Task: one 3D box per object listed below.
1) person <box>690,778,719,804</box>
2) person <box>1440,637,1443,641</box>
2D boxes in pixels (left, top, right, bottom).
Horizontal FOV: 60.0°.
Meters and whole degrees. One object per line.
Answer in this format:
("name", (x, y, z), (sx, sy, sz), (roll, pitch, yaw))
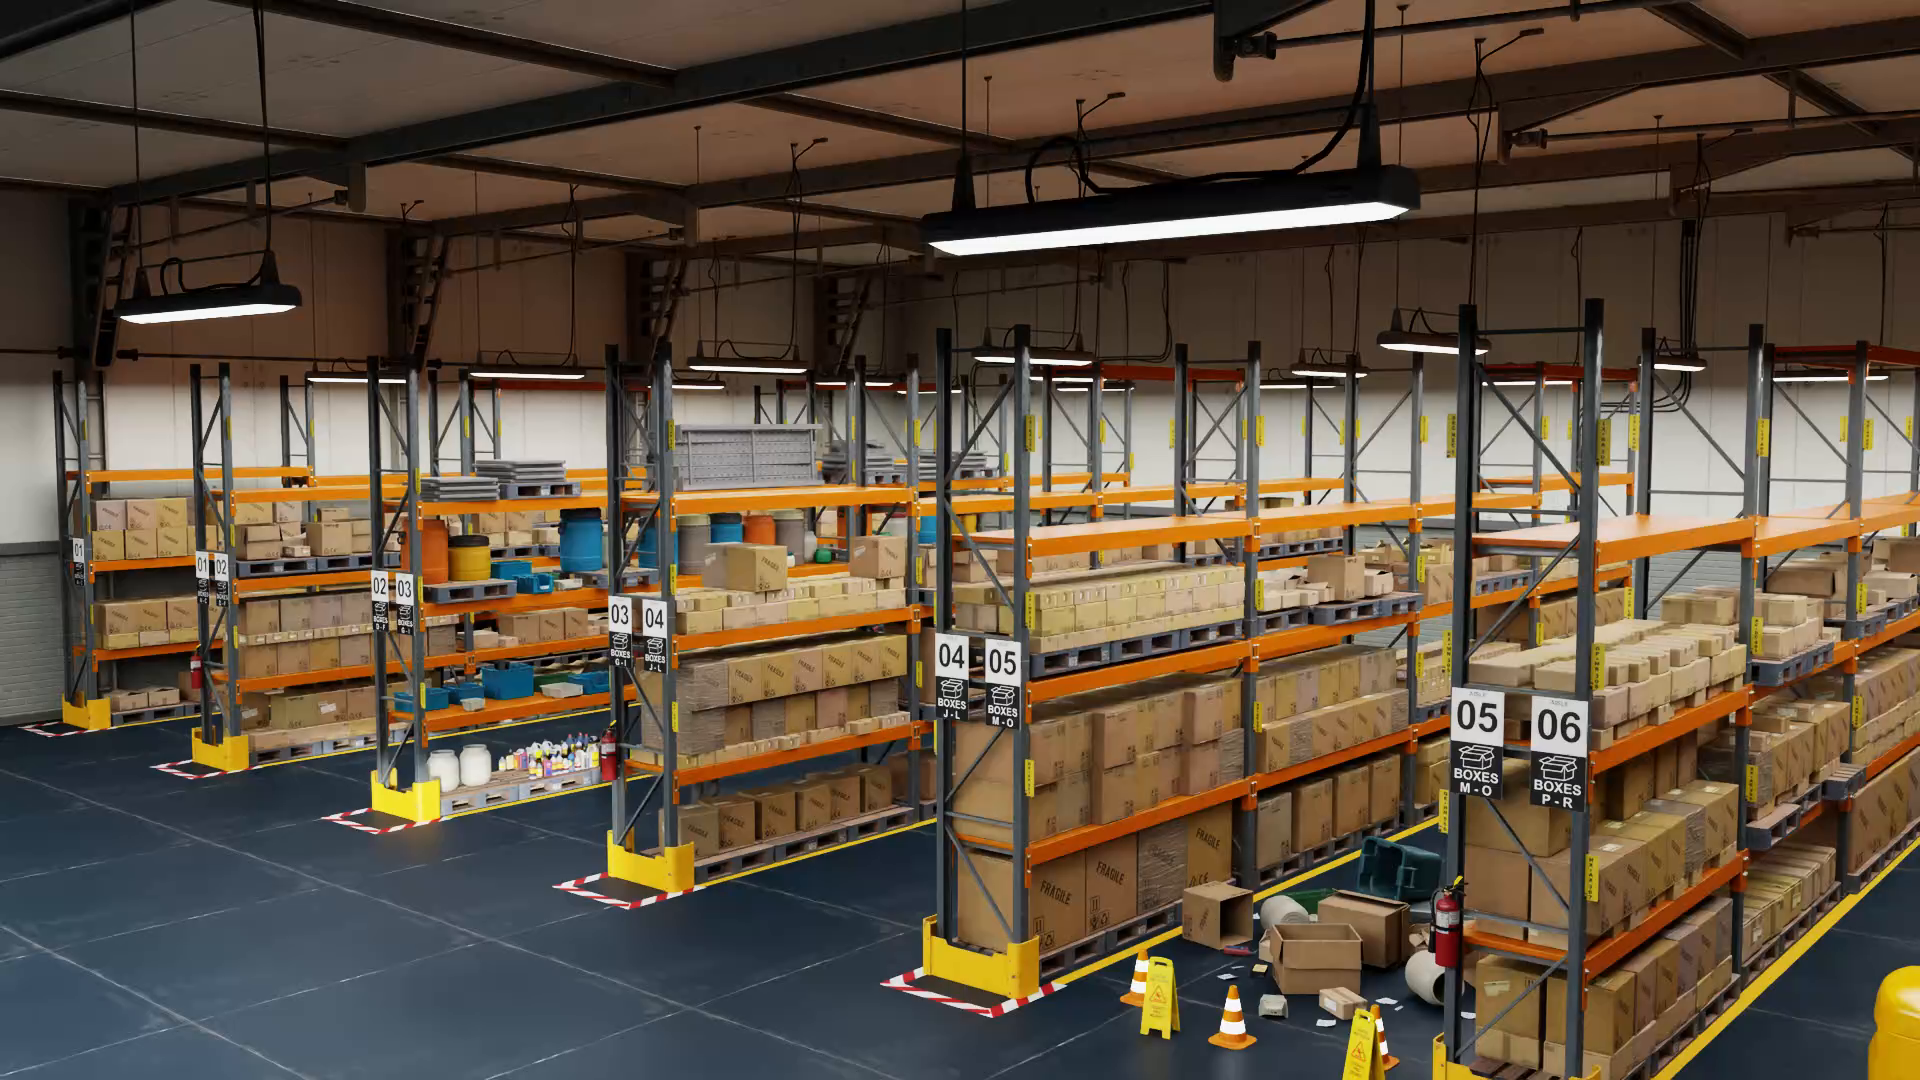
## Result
("person", (-3.272, 2.871, 21.225), (0.551, 1.699, 0.590), (0, 4, 5))
("person", (8.005, 2.375, 27.209), (0.501, 1.716, 0.985), (4, 6, 43))
